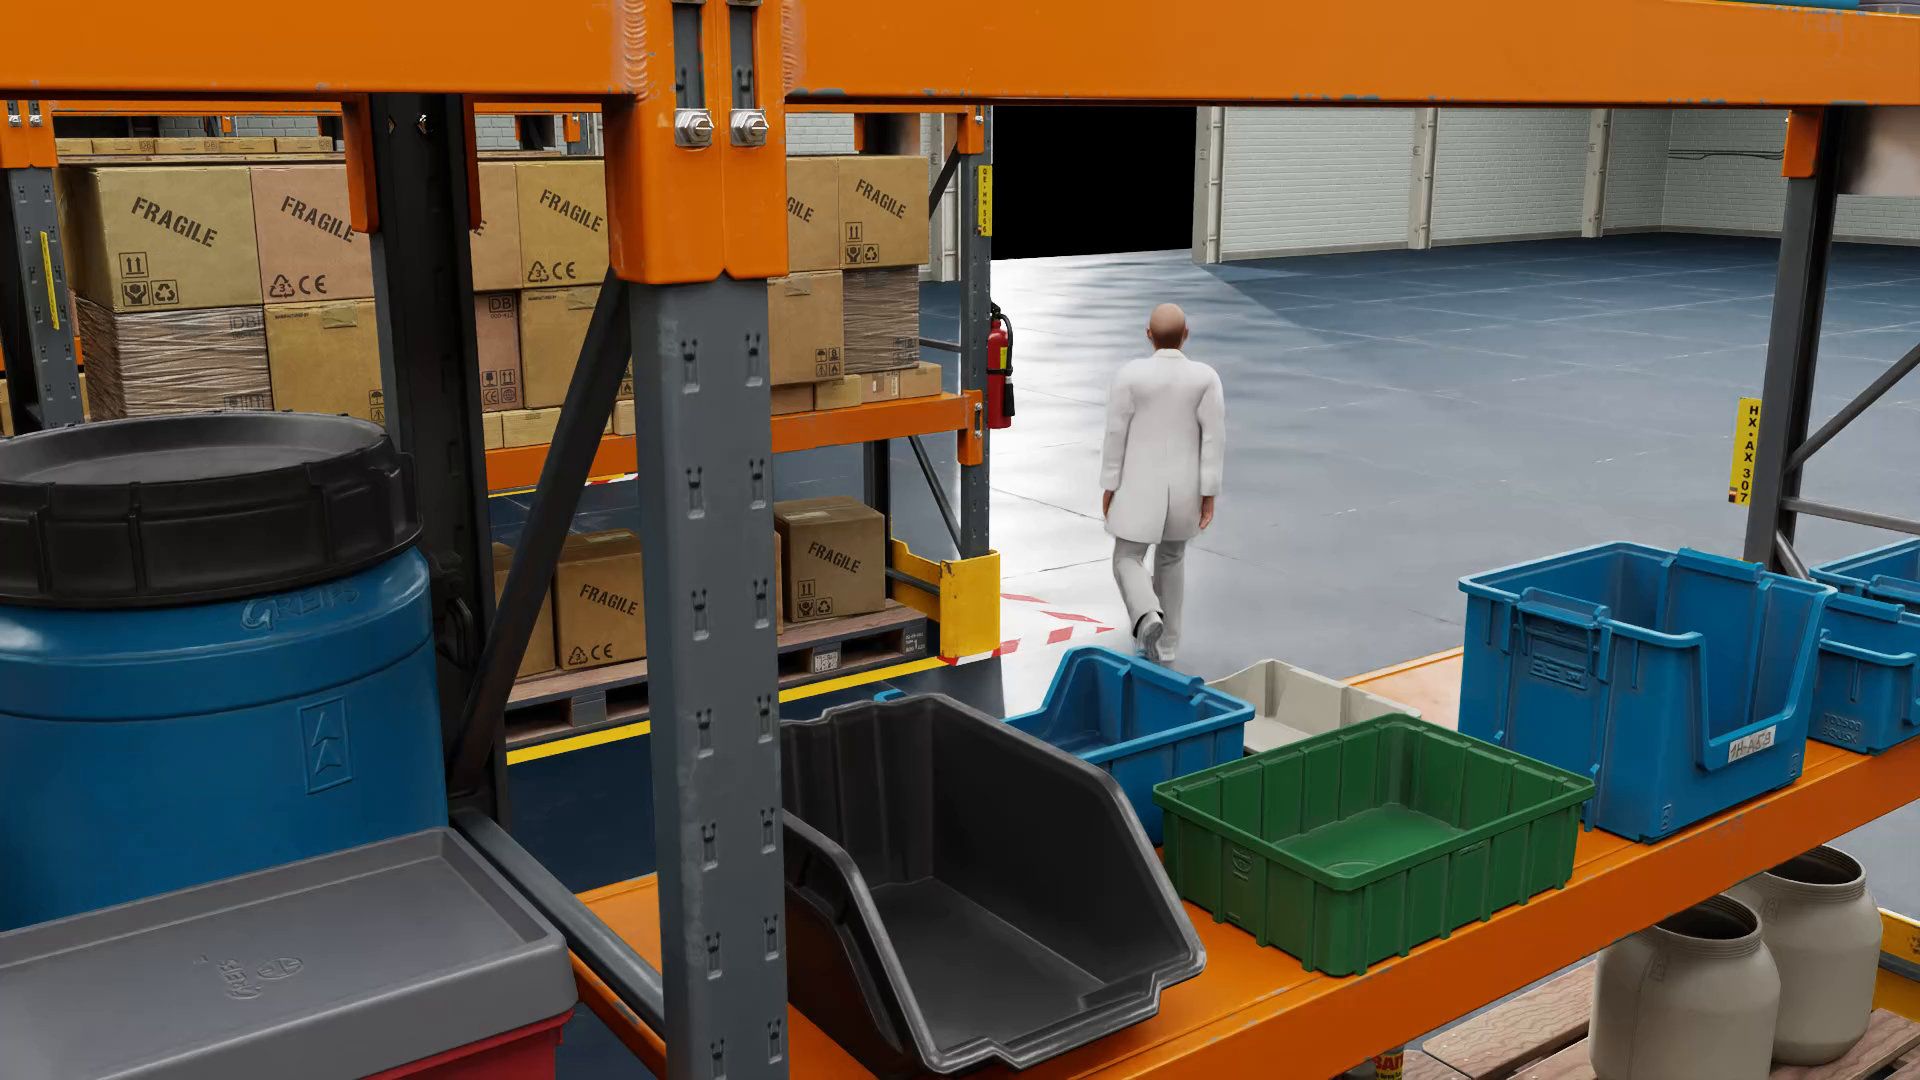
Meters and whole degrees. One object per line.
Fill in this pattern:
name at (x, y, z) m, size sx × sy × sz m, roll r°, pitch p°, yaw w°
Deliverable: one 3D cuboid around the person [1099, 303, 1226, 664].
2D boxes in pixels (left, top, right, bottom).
person at (0.959, -0.238, 7.906) m, size 0.587 × 1.757 × 0.829 m, roll -1°, pitch 14°, yaw -4°
